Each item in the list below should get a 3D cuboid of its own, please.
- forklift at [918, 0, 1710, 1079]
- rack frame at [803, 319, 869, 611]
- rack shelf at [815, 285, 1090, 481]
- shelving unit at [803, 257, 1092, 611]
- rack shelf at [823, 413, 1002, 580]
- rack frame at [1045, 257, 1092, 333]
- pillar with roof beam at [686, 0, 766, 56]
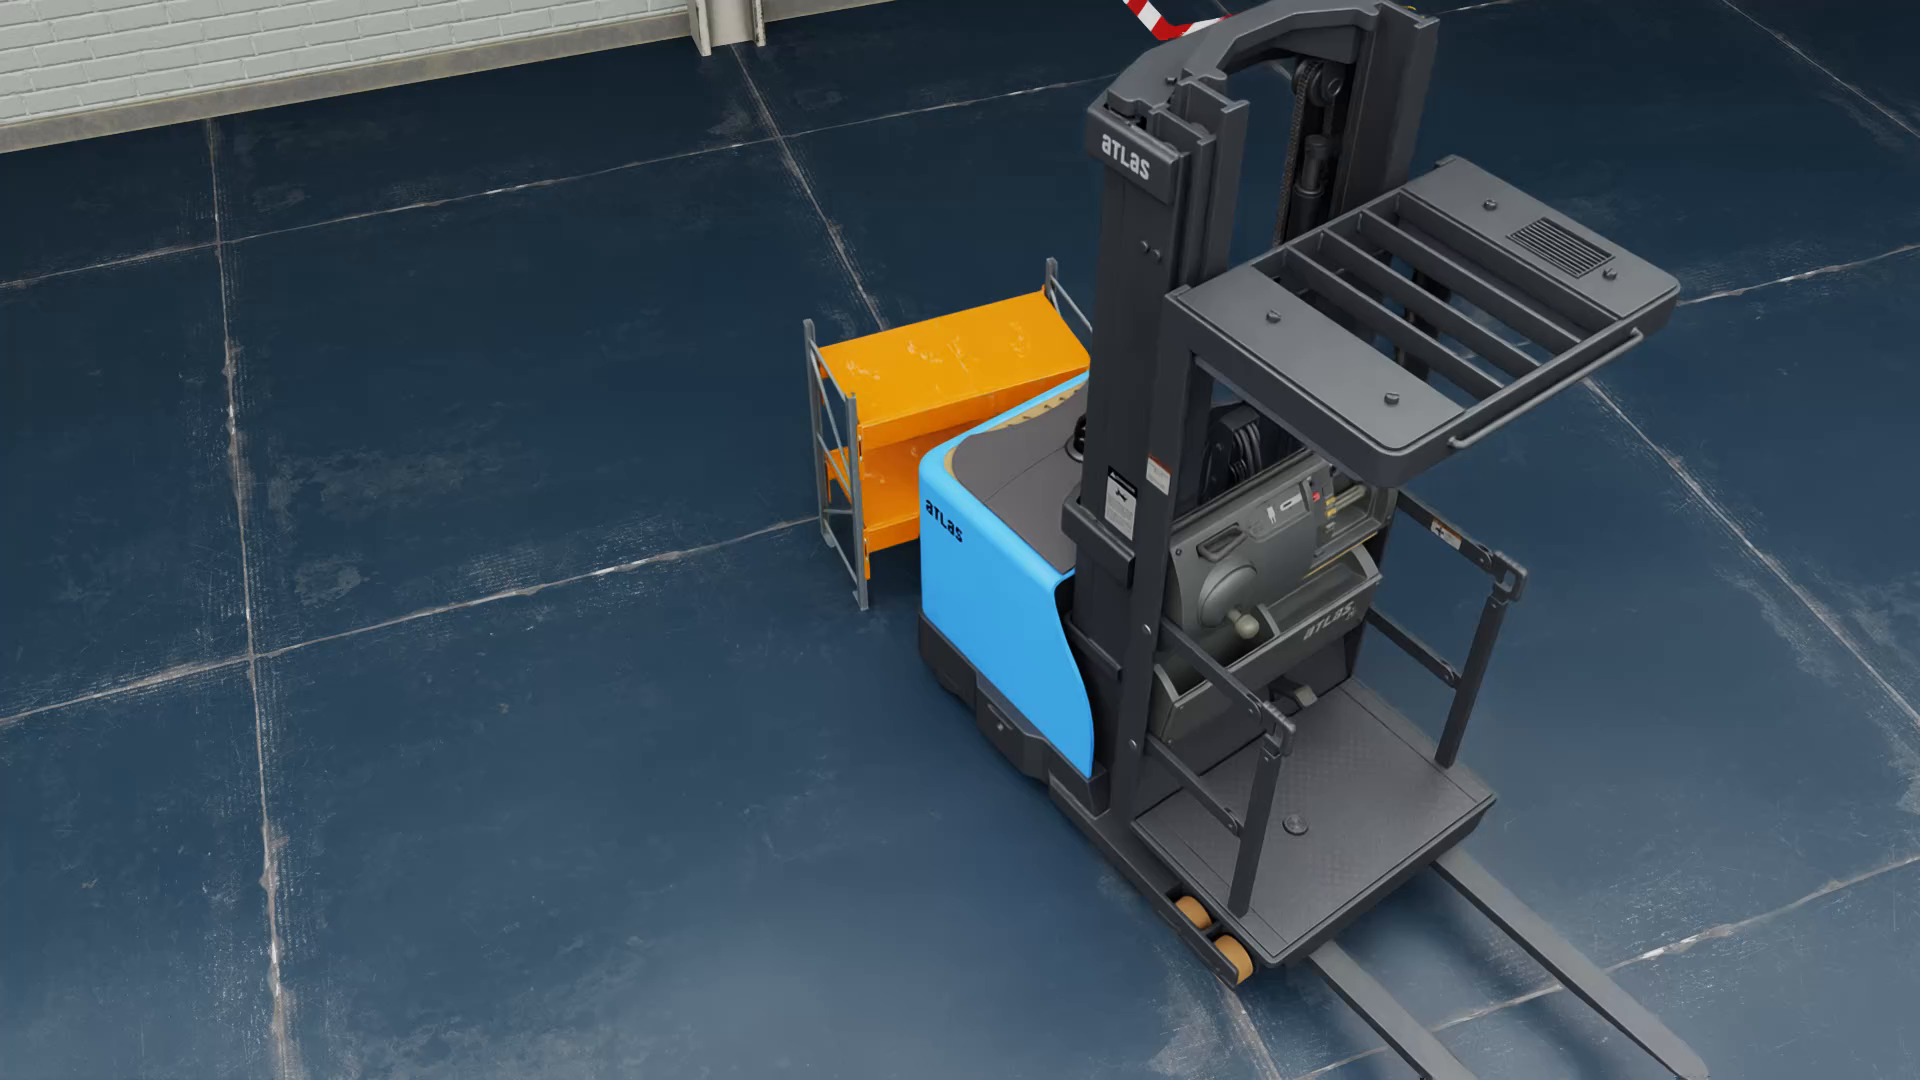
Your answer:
[{"bbox_3d":[1.127,0.054,4.936,1.130,2.935,3.031,-28,52,-25],"label":"forklift"},{"bbox_3d":[-0.484,-0.276,6.540,0.032,1.125,0.500,-17,47,-16],"label":"rack frame"},{"bbox_3d":[-0.016,-0.623,6.473,1.000,0.278,0.538,-17,47,-16],"label":"rack shelf"},{"bbox_3d":[-0.016,-0.416,6.680,1.048,1.125,0.538,-17,47,-16],"label":"shelving unit"},{"bbox_3d":[-0.016,-0.244,6.853,1.000,0.278,0.538,-17,47,-16],"label":"rack shelf"},{"bbox_3d":[0.452,-0.557,6.820,0.032,1.125,0.500,-17,47,-16],"label":"rack frame"},{"bbox_3d":[0.054,-3.351,4.046,0.400,9.000,9.100,-14,47,-14],"label":"pillar with roof beam"}]
